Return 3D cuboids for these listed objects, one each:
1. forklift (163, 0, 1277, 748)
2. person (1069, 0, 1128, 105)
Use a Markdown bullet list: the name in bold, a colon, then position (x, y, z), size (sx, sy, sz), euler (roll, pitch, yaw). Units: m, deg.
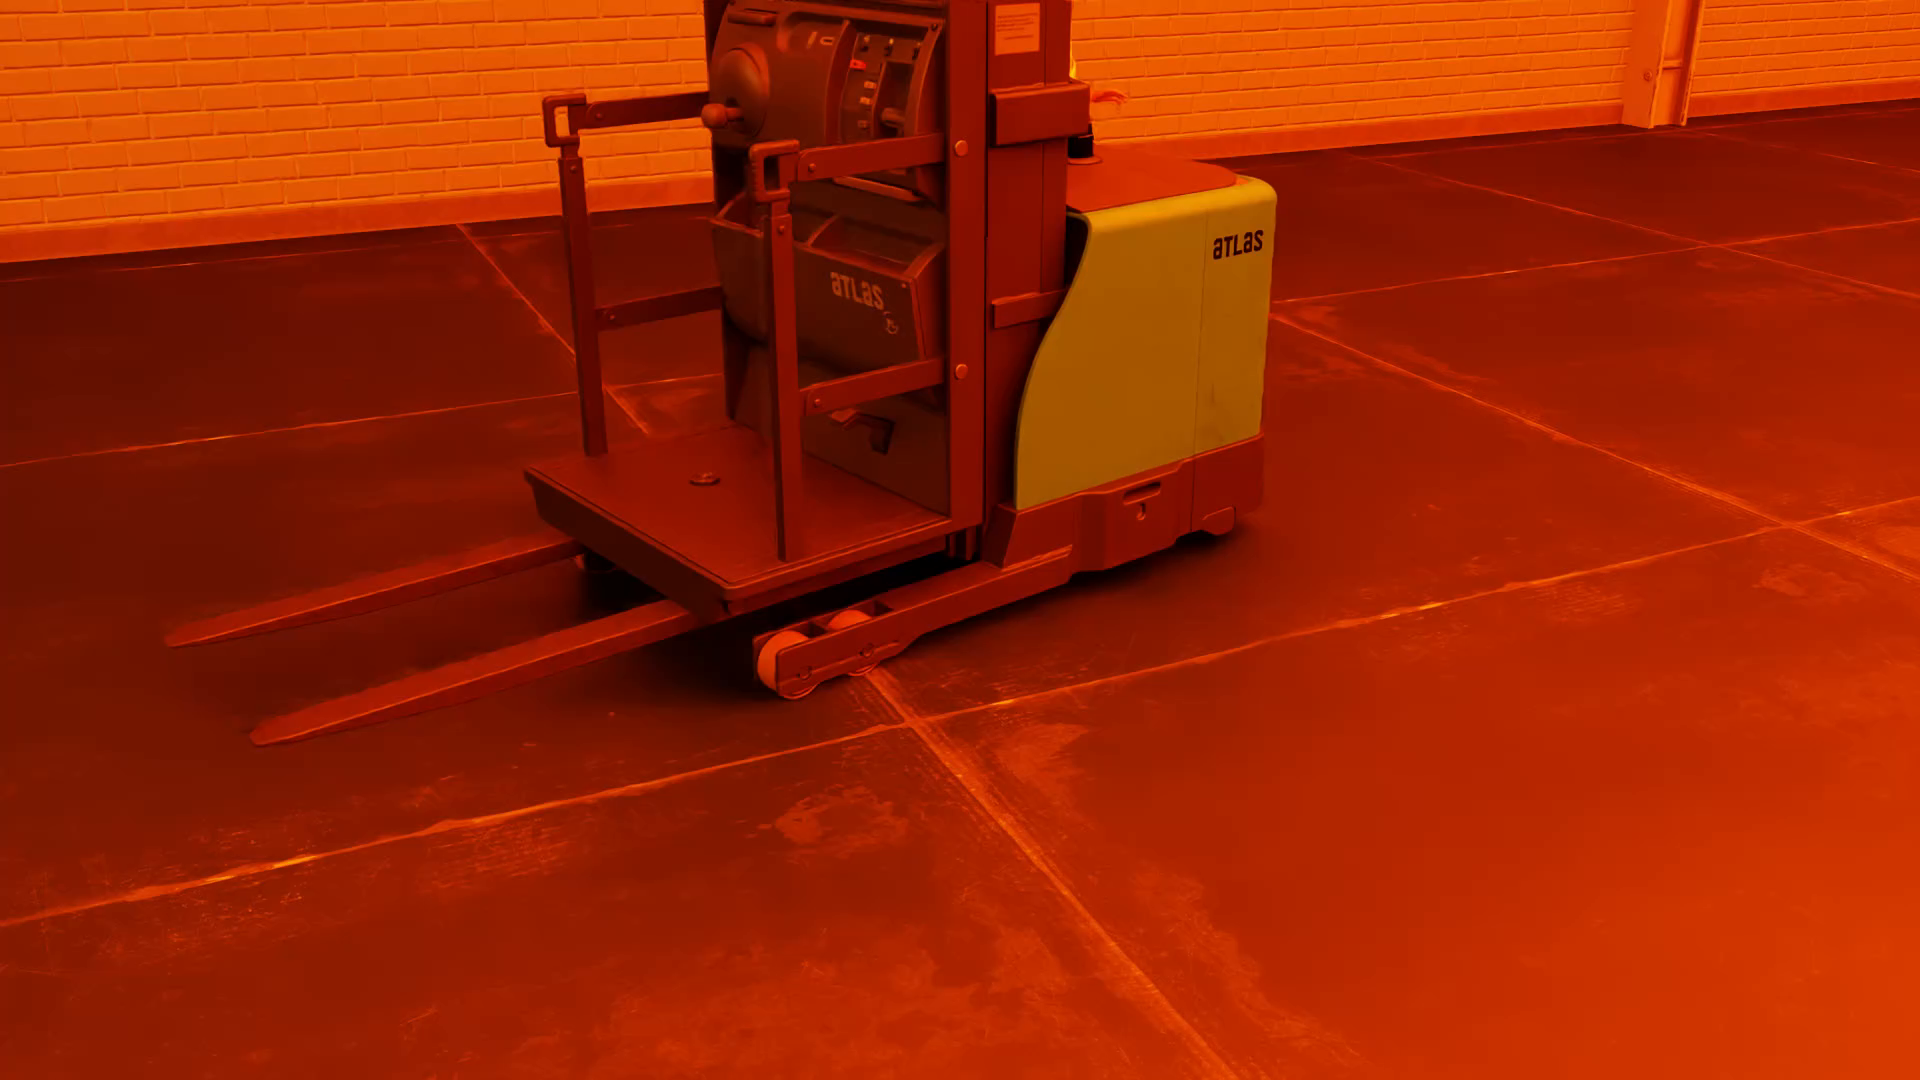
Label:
- **forklift**: position (-0.522, -1.184, 4.137), size (3.031, 2.935, 1.130), euler (-18, 28, -36)
- **person**: position (0.468, -1.766, 7.390), size (0.797, 1.541, 0.803), euler (-11, 25, -25)
